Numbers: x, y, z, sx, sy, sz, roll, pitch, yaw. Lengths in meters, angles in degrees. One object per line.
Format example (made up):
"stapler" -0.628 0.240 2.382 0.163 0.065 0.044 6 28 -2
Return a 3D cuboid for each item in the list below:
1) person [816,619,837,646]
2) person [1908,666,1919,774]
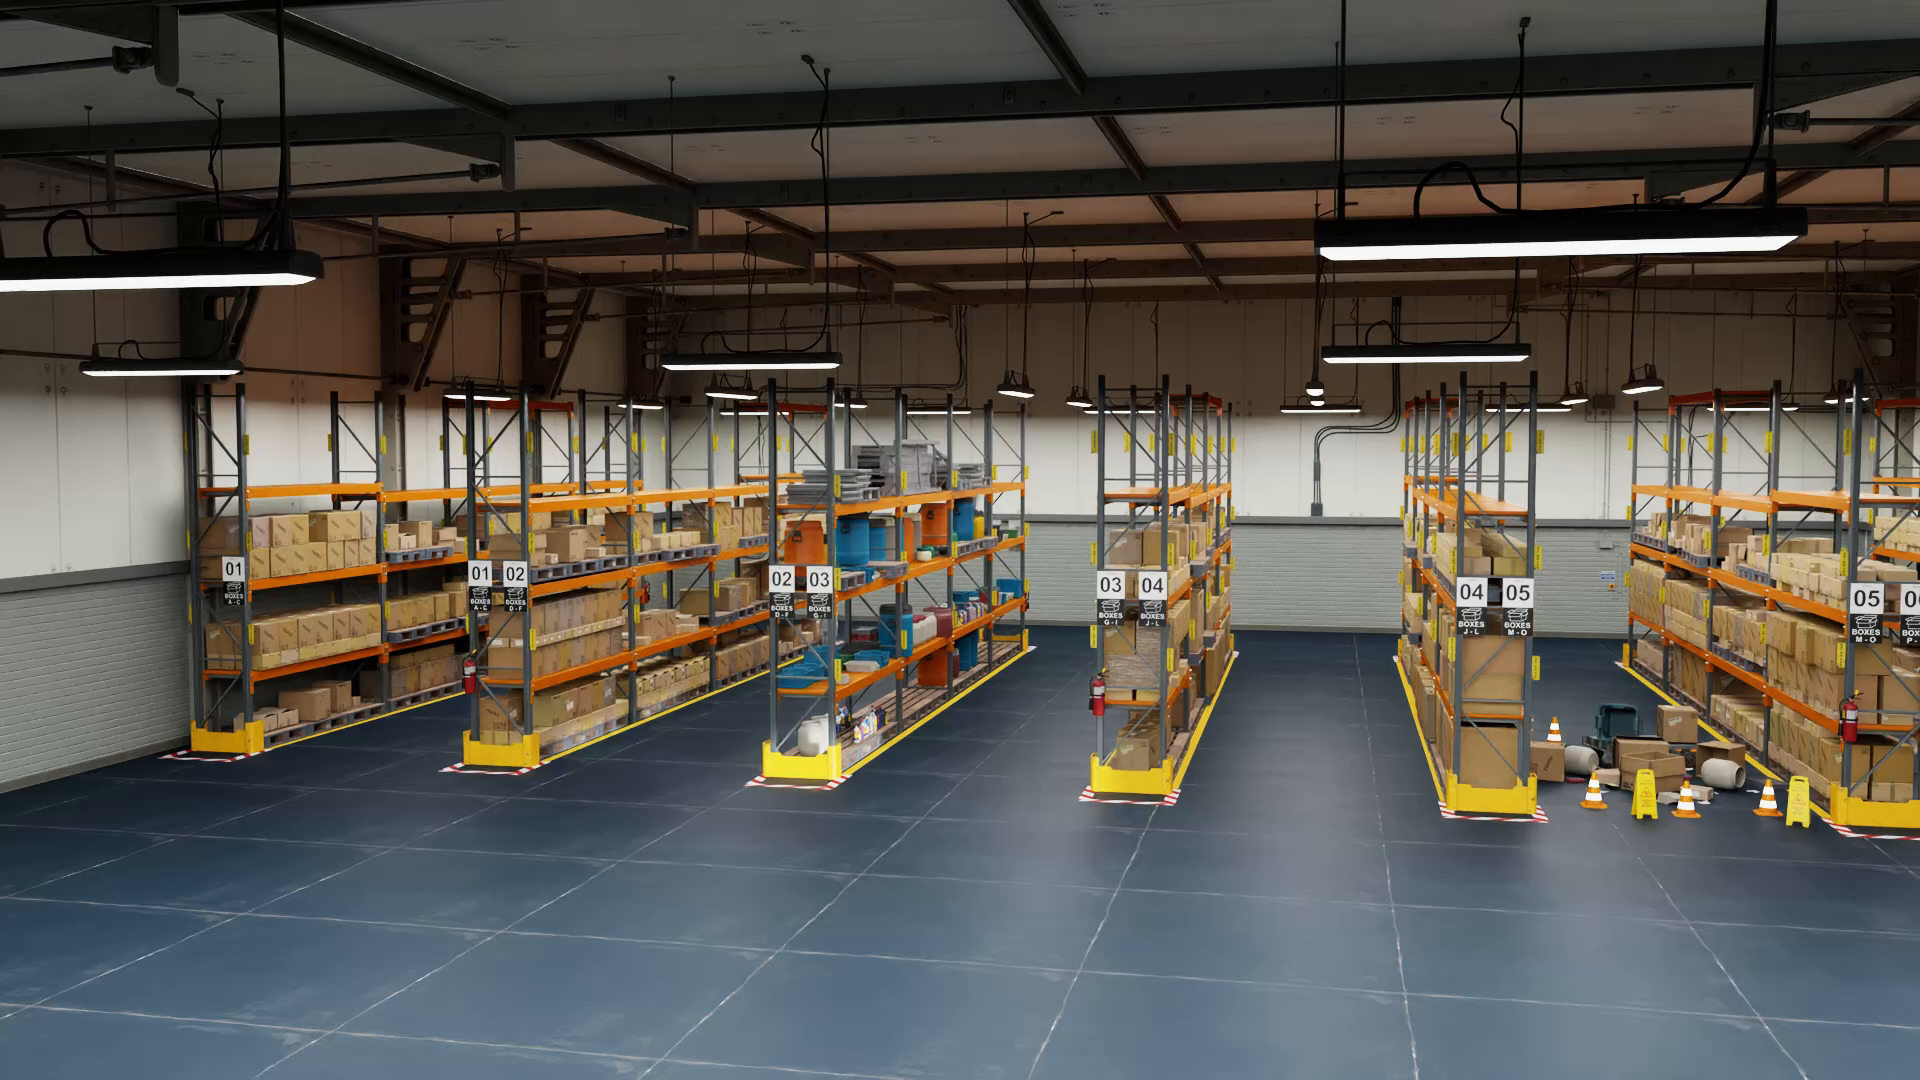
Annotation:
"person" -2.931 1.932 36.434 0.411 1.457 0.996 1 3 12
"person" 14.622 2.732 25.168 0.629 1.676 0.789 1 3 14
